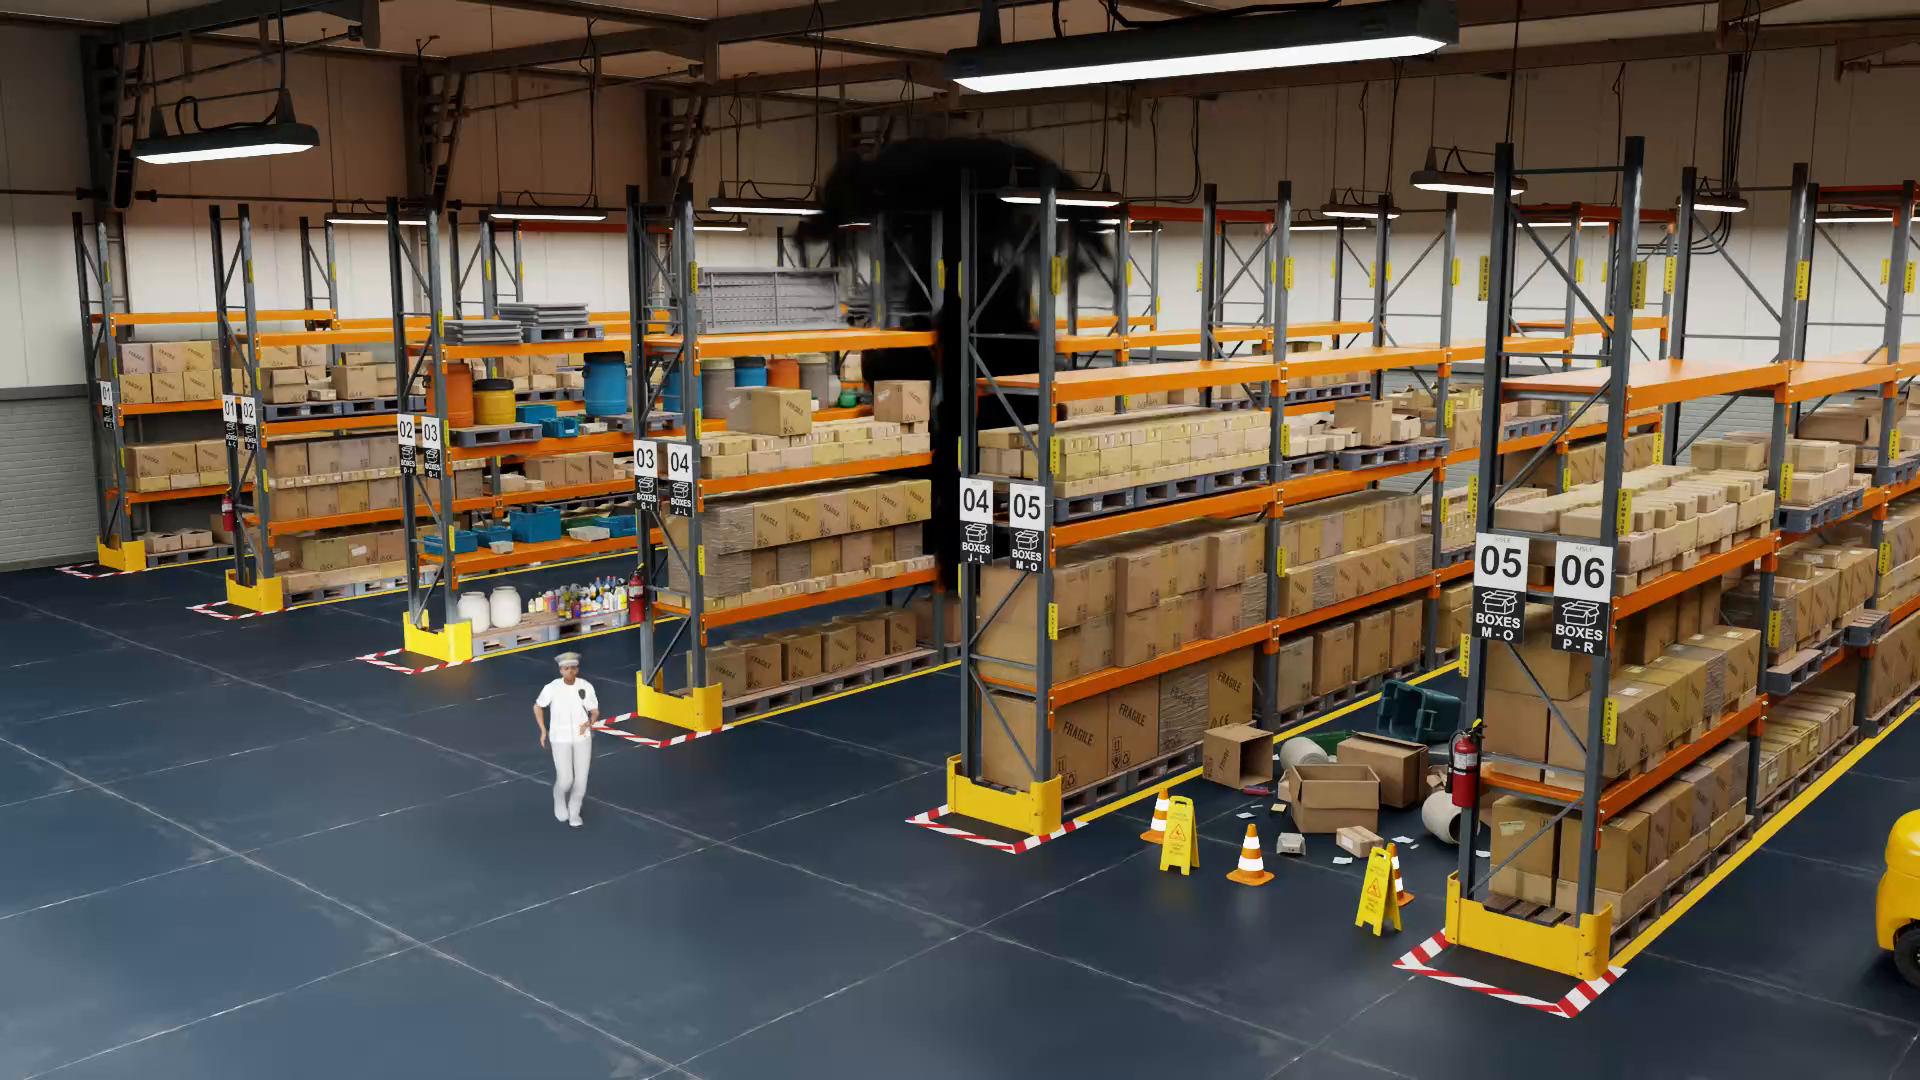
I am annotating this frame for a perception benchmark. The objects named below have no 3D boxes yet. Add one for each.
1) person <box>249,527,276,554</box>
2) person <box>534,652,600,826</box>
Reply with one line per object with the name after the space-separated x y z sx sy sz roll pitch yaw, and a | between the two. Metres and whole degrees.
-11.393 -0.202 27.352 0.710 1.697 0.563 5 11 30 | person
-3.561 1.839 15.203 0.562 1.660 0.577 -4 10 -22 | person
